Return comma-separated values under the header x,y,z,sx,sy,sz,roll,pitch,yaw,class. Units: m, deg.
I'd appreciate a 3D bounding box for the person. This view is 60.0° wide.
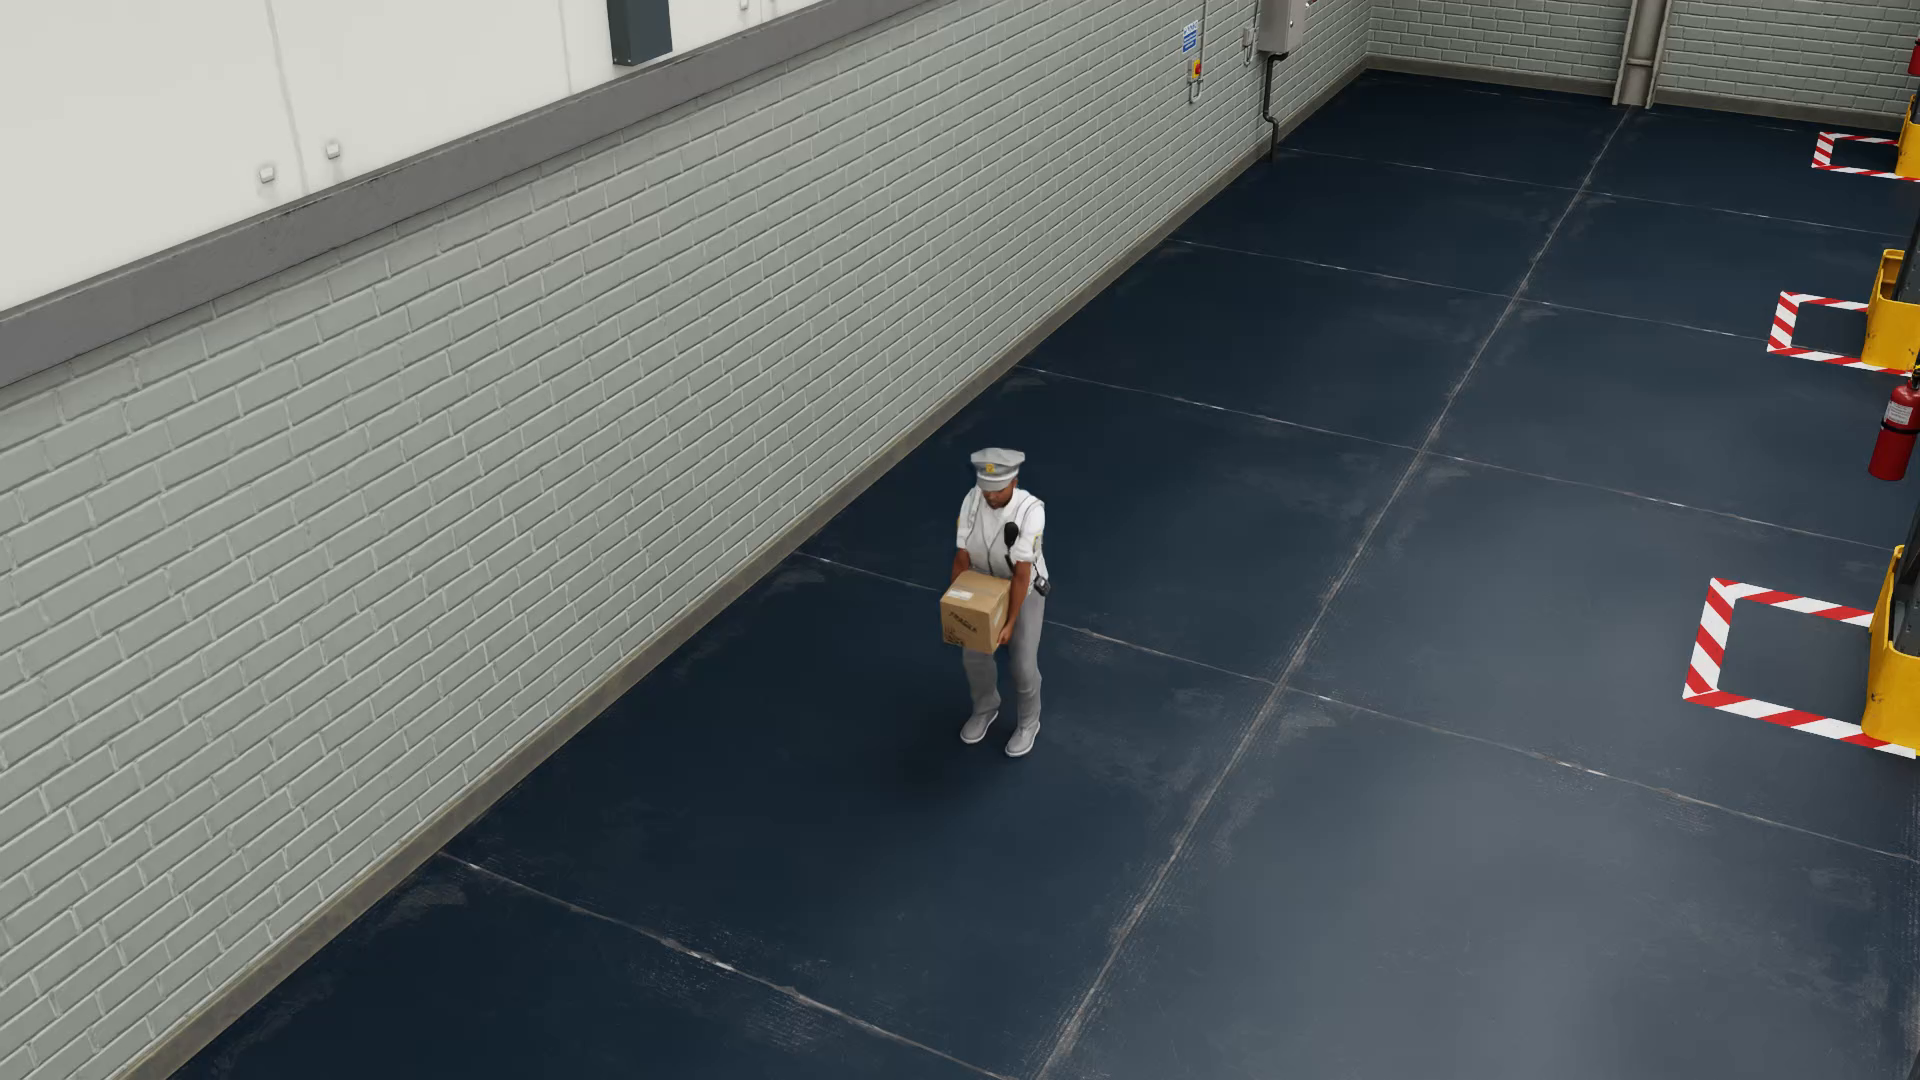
x,y,z,sx,sy,sz,roll,pitch,yaw,class
0.183,0.296,7.804,0.411,1.646,0.554,14,33,22,person
